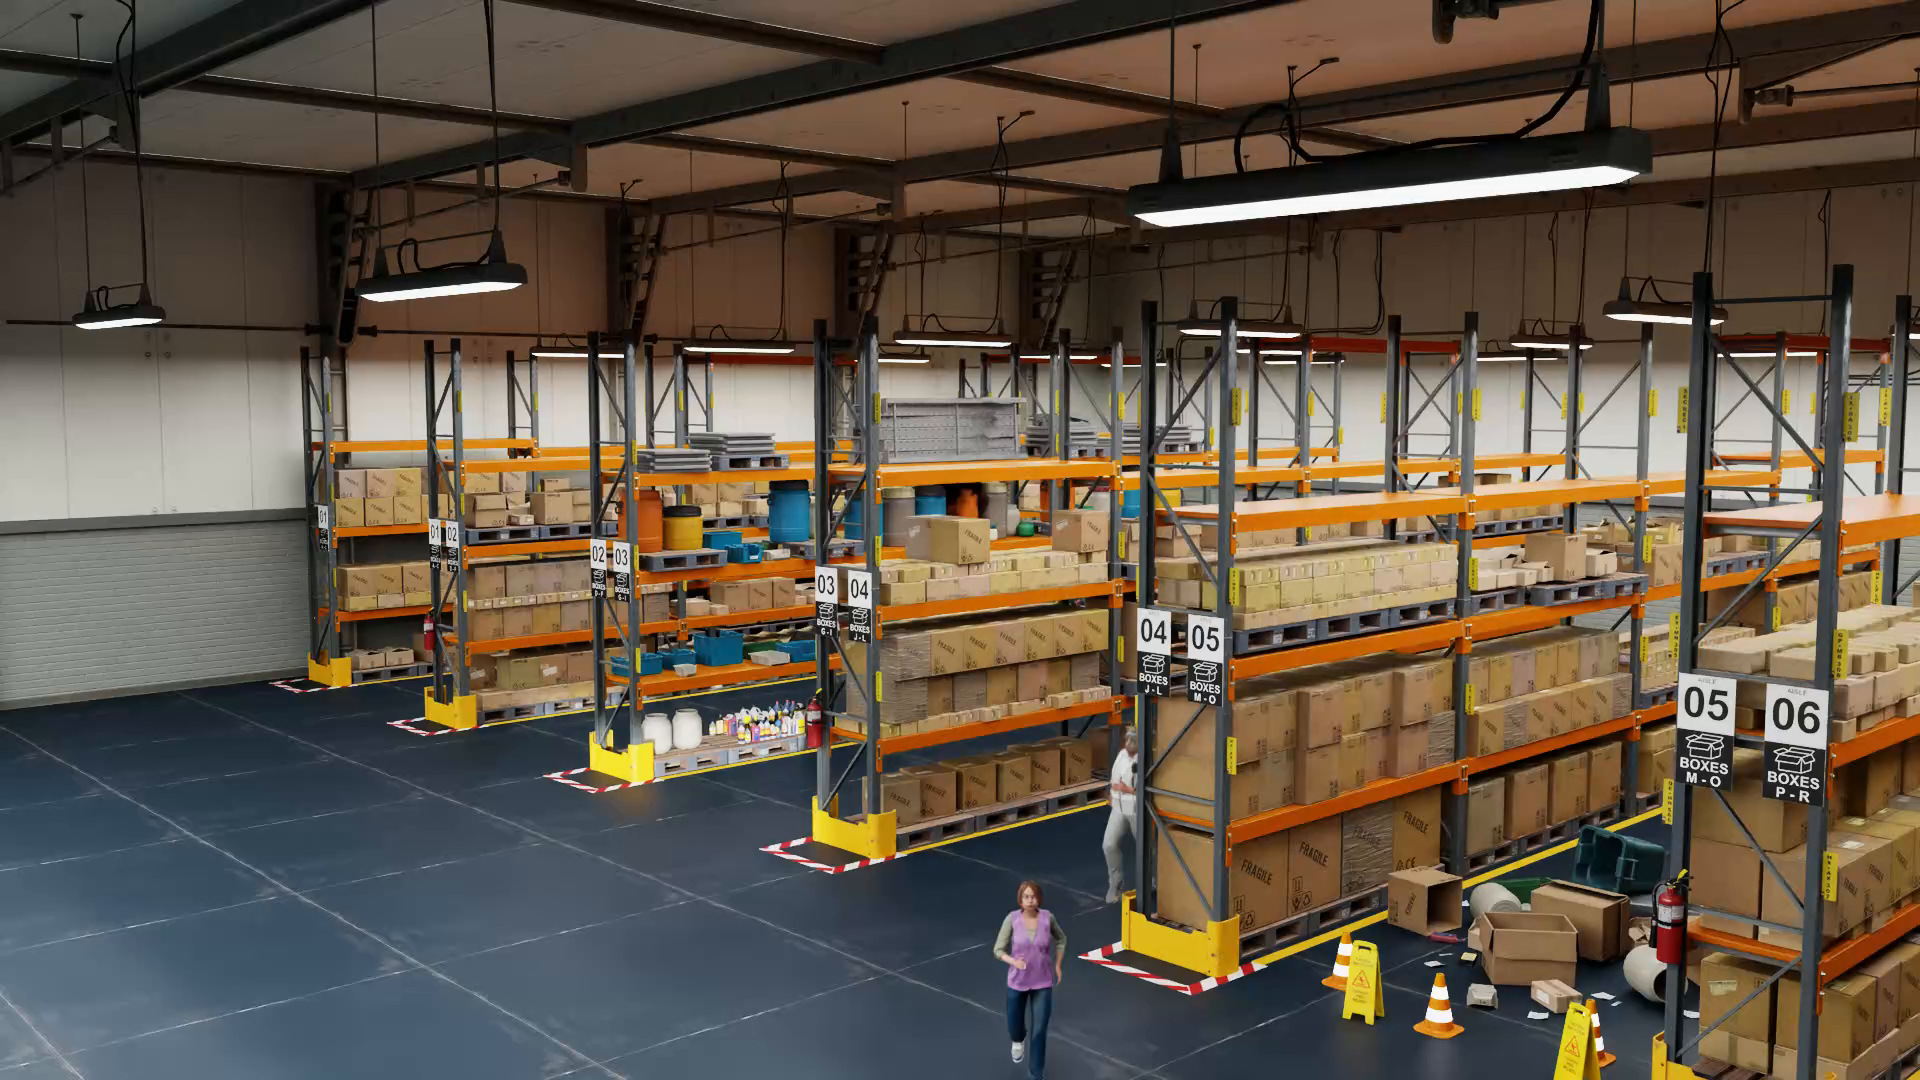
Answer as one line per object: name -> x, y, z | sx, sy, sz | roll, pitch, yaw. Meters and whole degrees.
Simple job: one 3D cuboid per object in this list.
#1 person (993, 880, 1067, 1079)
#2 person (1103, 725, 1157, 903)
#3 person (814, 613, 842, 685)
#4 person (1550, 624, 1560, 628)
person -> 0.521, 3.299, 12.322 | 0.551, 1.558, 0.825 | 0, 5, 1
person -> 1.761, 2.798, 16.994 | 0.635, 1.854, 0.780 | 4, 6, 39
person -> -2.150, 1.657, 26.794 | 0.657, 1.743, 0.561 | 5, 7, 42
person -> 9.043, 2.123, 25.201 | 0.687, 1.710, 0.566 | -5, 7, -45
